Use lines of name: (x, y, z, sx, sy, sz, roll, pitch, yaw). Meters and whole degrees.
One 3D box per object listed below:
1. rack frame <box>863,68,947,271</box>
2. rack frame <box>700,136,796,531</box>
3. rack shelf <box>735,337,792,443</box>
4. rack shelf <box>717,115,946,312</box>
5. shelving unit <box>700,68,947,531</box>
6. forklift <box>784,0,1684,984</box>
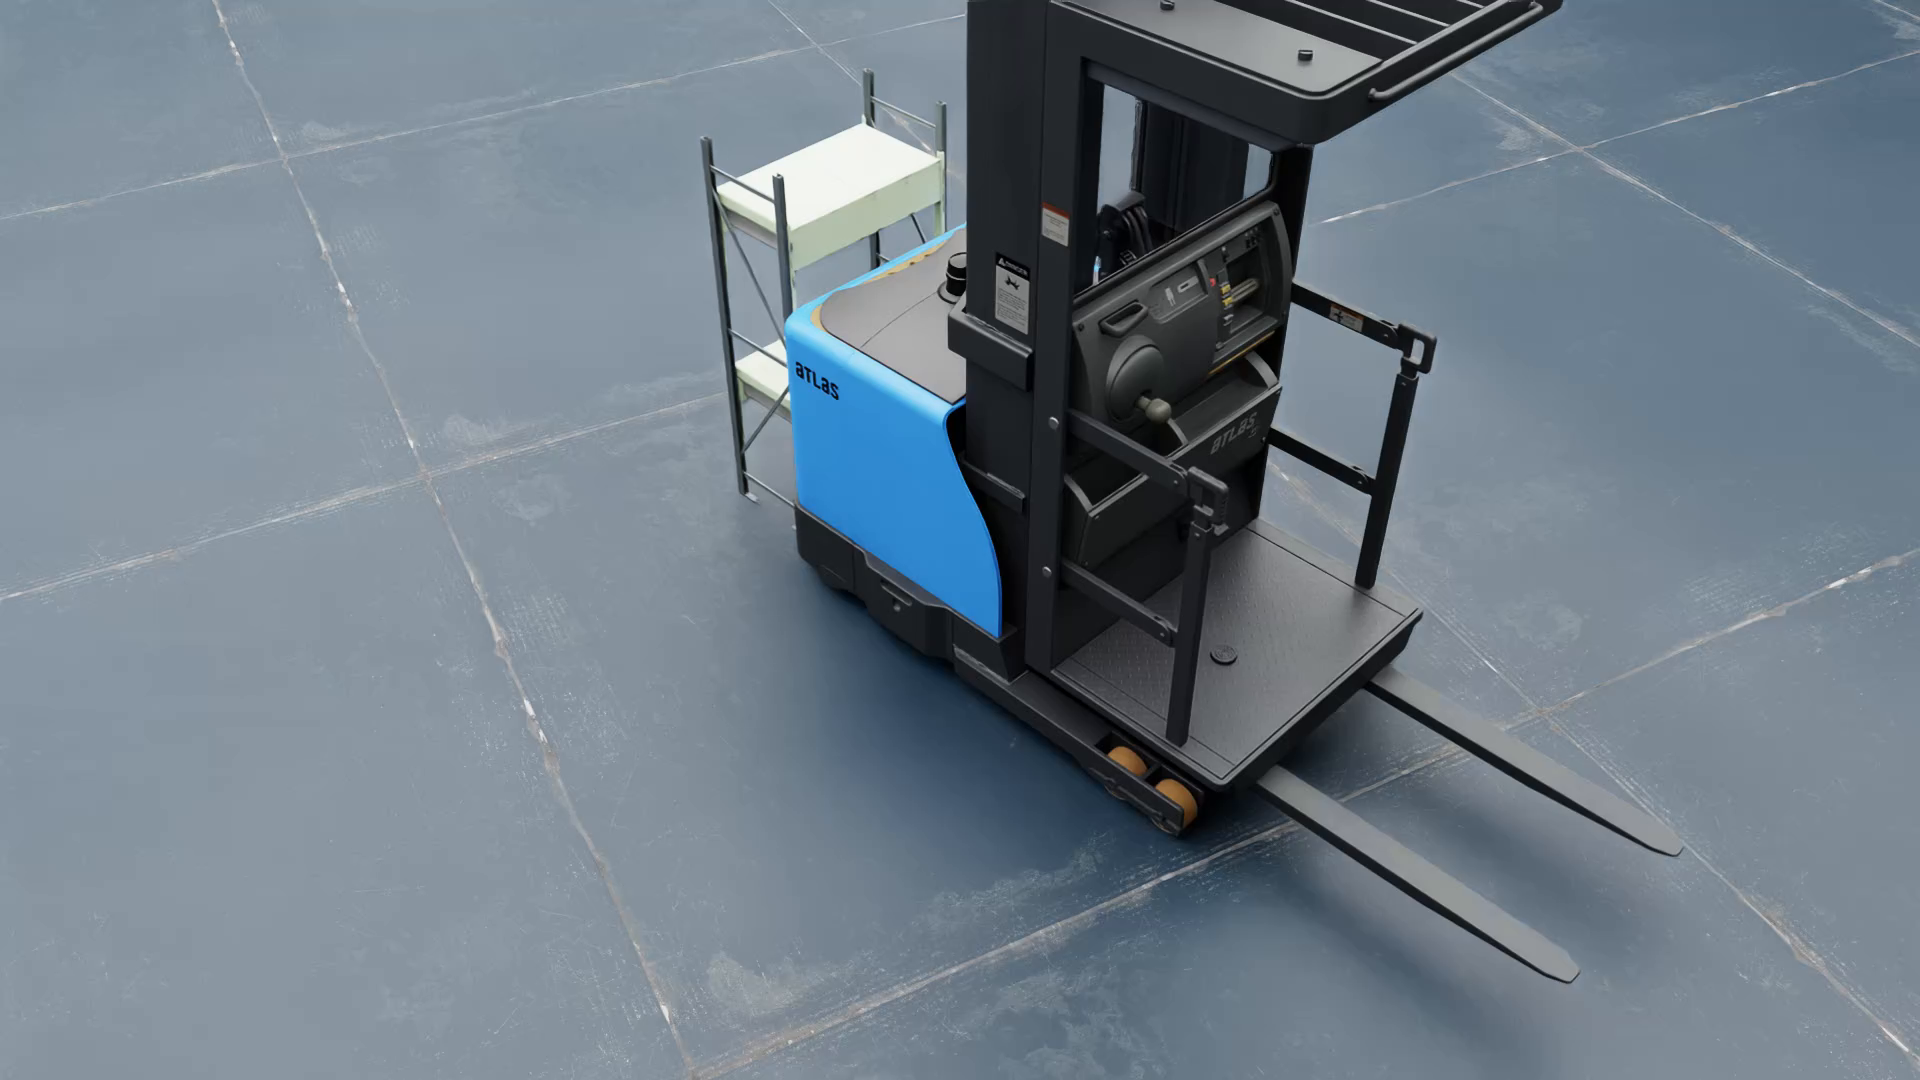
rack frame: (-0.196, -1.009, 6.281, 0.400, 1.500, 0.023, 33, 50, 32)
rack frame: (-0.710, -0.672, 5.883, 0.400, 1.500, 0.023, 33, 50, 32)
rack shelf: (-0.453, -0.592, 6.293, 0.431, 0.370, 0.720, 33, 50, 32)
rack shelf: (-0.453, -1.139, 5.830, 0.431, 0.370, 0.720, 33, 50, 32)
shelving unit: (-0.453, -0.841, 6.082, 0.431, 1.500, 0.755, 33, 50, 32)
forklift: (0.806, -0.591, 4.680, 3.031, 2.935, 1.130, 33, 50, 32)
